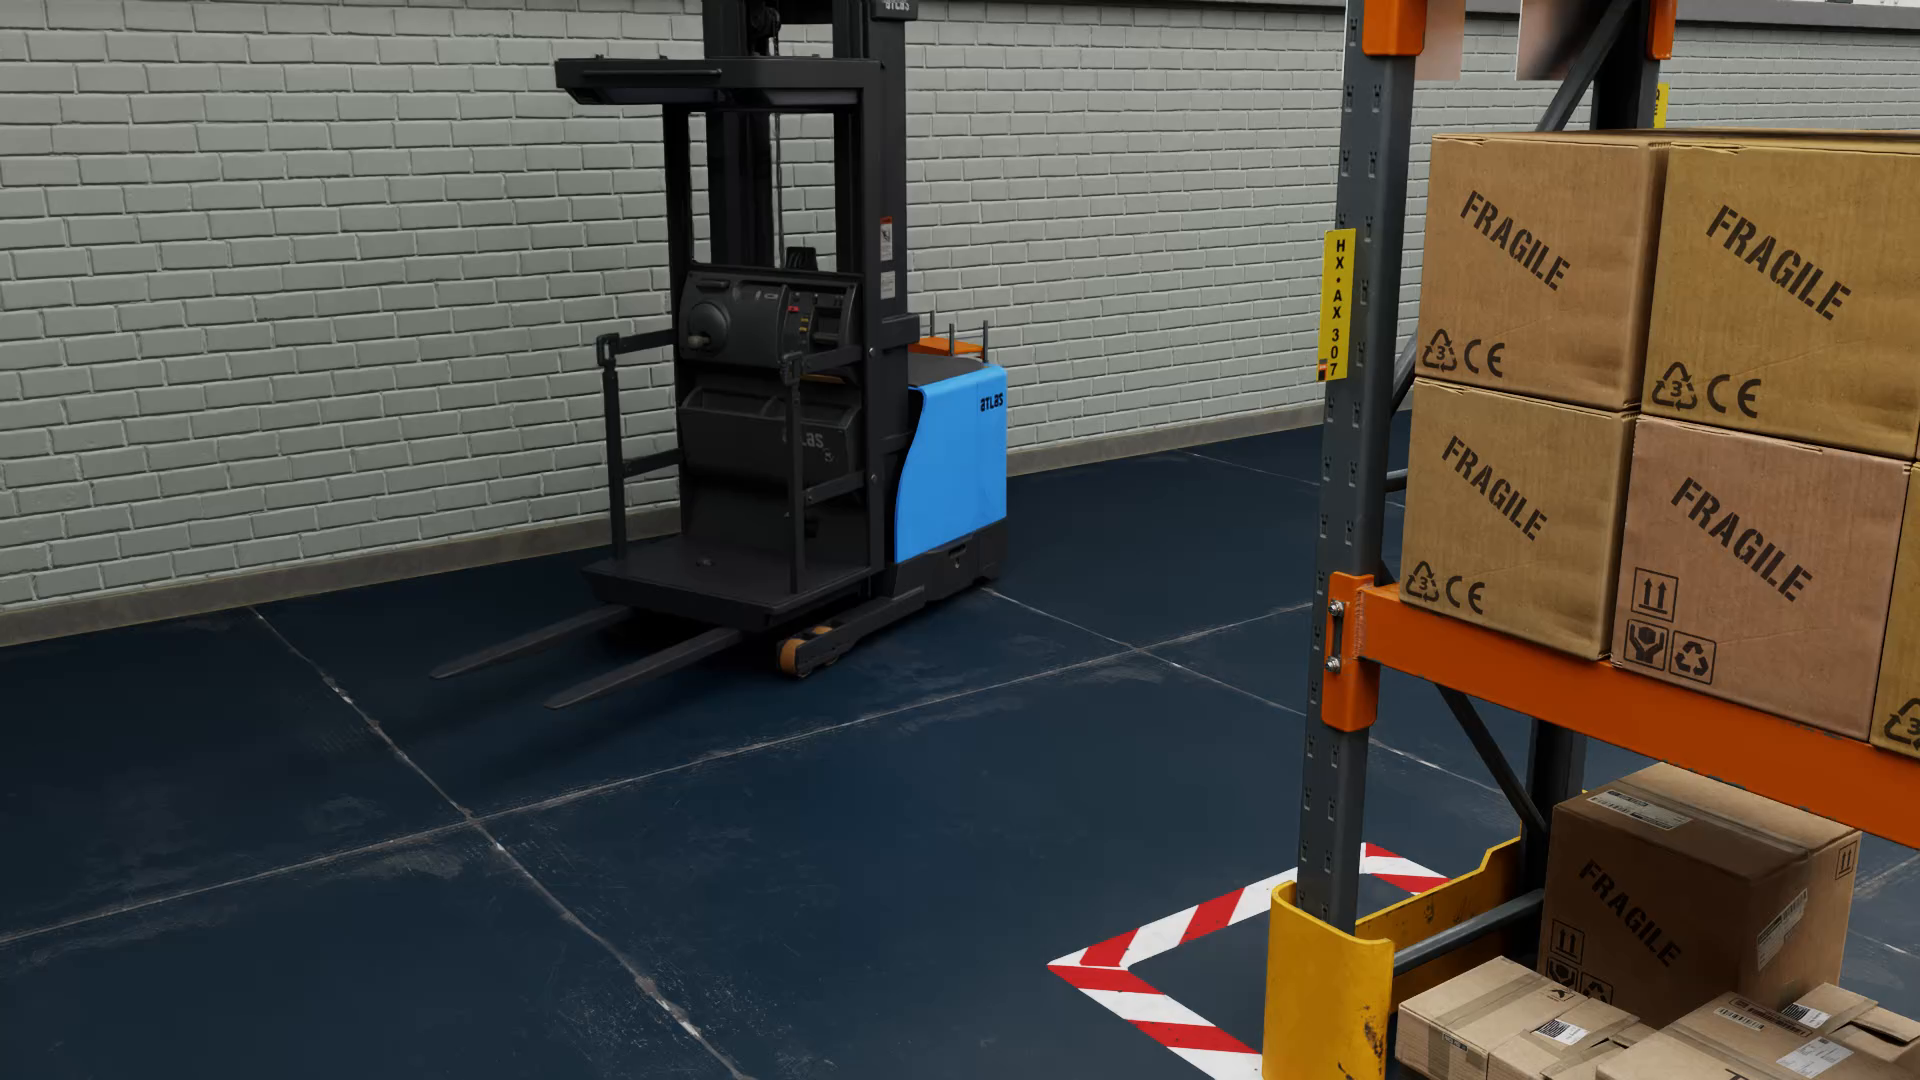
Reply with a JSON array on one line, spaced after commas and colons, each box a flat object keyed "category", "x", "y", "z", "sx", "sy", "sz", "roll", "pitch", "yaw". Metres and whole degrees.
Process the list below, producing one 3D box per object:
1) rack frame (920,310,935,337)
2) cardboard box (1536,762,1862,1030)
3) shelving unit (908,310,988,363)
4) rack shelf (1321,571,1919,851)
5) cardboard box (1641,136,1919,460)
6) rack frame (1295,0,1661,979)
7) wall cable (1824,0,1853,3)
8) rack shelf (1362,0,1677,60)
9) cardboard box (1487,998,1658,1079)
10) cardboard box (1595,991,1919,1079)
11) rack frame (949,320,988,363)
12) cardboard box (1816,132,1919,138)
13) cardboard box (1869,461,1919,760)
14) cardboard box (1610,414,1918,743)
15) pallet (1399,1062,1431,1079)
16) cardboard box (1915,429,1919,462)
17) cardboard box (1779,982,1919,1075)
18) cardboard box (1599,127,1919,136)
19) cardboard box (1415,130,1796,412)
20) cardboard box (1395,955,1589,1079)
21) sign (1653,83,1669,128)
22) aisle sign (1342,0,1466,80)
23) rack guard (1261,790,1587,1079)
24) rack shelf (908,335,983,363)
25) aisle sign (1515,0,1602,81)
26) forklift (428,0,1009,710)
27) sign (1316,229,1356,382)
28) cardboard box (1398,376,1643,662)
[{"category": "rack frame", "x": -0.241, "y": -0.666, "z": 9.237, "sx": 0.240, "sy": 1.200, "sz": 0.015, "roll": -11, "pitch": 19, "yaw": -35}, {"category": "cardboard box", "x": 1.779, "y": 0.894, "z": 4.030, "sx": 0.500, "sy": 0.500, "sz": 0.500, "roll": -11, "pitch": 19, "yaw": -35}, {"category": "shelving unit", "x": -0.097, "y": -0.614, "z": 9.047, "sx": 0.258, "sy": 1.200, "sz": 0.503, "roll": -11, "pitch": 19, "yaw": -35}, {"category": "rack shelf", "x": 2.436, "y": 0.597, "z": 2.577, "sx": 1.077, "sy": 0.370, "sz": 4.000, "roll": -11, "pitch": 19, "yaw": -35}, {"category": "cardboard box", "x": 1.621, "y": -0.462, "z": 2.998, "sx": 0.500, "sy": 0.500, "sz": 0.500, "roll": -11, "pitch": 19, "yaw": -34}, {"category": "rack frame", "x": 1.260, "y": -0.177, "z": 4.042, "sx": 1.000, "sy": 3.000, "sz": 0.127, "roll": -11, "pitch": 19, "yaw": -35}, {"category": "wall cable", "x": 8.738, "y": -7.902, "z": 14.807, "sx": 2.277, "sy": 5.999, "sz": 0.120, "roll": -11, "pitch": 19, "yaw": -35}, {"category": "rack shelf", "x": 2.436, "y": -0.850, "z": 2.181, "sx": 1.077, "sy": 0.370, "sz": 4.000, "roll": -11, "pitch": 19, "yaw": -35}, {"category": "cardboard box", "x": 1.375, "y": 1.173, "z": 3.642, "sx": 0.380, "sy": 0.166, "sz": 0.250, "roll": -11, "pitch": 19, "yaw": -35}, {"category": "cardboard box", "x": 1.644, "y": 1.204, "z": 3.372, "sx": 0.500, "sy": 0.250, "sz": 0.500, "roll": -11, "pitch": 19, "yaw": -35}, {"category": "rack frame", "x": 0.046, "y": -0.562, "z": 8.856, "sx": 0.240, "sy": 1.200, "sz": 0.015, "roll": -11, "pitch": 19, "yaw": -35}, {"category": "cardboard box", "x": 2.042, "y": -0.548, "z": 3.312, "sx": 0.500, "sy": 0.500, "sz": 0.500, "roll": -10, "pitch": 18, "yaw": -33}, {"category": "cardboard box", "x": 1.908, "y": 0.127, "z": 2.741, "sx": 0.500, "sy": 0.500, "sz": 0.500, "roll": -11, "pitch": 19, "yaw": -35}, {"category": "cardboard box", "x": 1.615, "y": 0.019, "z": 3.134, "sx": 0.500, "sy": 0.500, "sz": 0.500, "roll": -11, "pitch": 19, "yaw": -35}, {"category": "pallet", "x": 1.774, "y": 1.354, "z": 3.730, "sx": 1.003, "sy": 0.211, "sz": 1.213, "roll": -11, "pitch": 19, "yaw": -35}, {"category": "cardboard box", "x": 1.911, "y": -0.354, "z": 2.605, "sx": 0.500, "sy": 0.500, "sz": 0.500, "roll": -11, "pitch": 19, "yaw": -34}, {"category": "cardboard box", "x": 1.944, "y": 1.155, "z": 3.707, "sx": 0.380, "sy": 0.166, "sz": 0.250, "roll": -11, "pitch": 19, "yaw": -35}, {"category": "cardboard box", "x": 1.744, "y": -0.656, "z": 3.706, "sx": 0.500, "sy": 0.500, "sz": 0.500, "roll": -11, "pitch": 19, "yaw": -35}, {"category": "cardboard box", "x": 1.307, "y": -0.572, "z": 3.401, "sx": 0.500, "sy": 0.500, "sz": 0.500, "roll": -10, "pitch": 18, "yaw": -33}, {"category": "cardboard box", "x": 1.228, "y": 1.128, "z": 3.839, "sx": 0.380, "sy": 0.149, "sz": 0.250, "roll": -11, "pitch": 19, "yaw": -35}, {"category": "sign", "x": 1.721, "y": -0.970, "z": 4.147, "sx": 0.100, "sy": 0.325, "sz": 0.005, "roll": -11, "pitch": 19, "yaw": -35}, {"category": "aisle sign", "x": 0.982, "y": -1.400, "z": 3.586, "sx": 0.394, "sy": 0.787, "sz": 0.004, "roll": -11, "pitch": 19, "yaw": -35}, {"category": "rack guard", "x": 1.305, "y": 1.044, "z": 4.313, "sx": 1.175, "sy": 0.500, "sz": 0.348, "roll": -11, "pitch": 19, "yaw": -35}, {"category": "rack shelf", "x": -0.097, "y": -0.993, "z": 8.943, "sx": 0.258, "sy": 0.148, "sz": 0.480, "roll": -11, "pitch": 19, "yaw": -35}, {"category": "aisle sign", "x": 1.468, "y": -1.493, "z": 3.926, "sx": 0.394, "sy": 0.787, "sz": 0.004, "roll": -11, "pitch": 19, "yaw": -35}, {"category": "forklift", "x": -0.955, "y": -0.976, "z": 7.089, "sx": 1.130, "sy": 2.935, "sz": 3.031, "roll": 9, "pitch": 18, "yaw": 30}, {"category": "sign", "x": 0.821, "y": -0.511, "z": 3.620, "sx": 0.100, "sy": 0.325, "sz": 0.005, "roll": -11, "pitch": 19, "yaw": -35}, {"category": "cardboard box", "x": 1.307, "y": -0.090, "z": 3.533, "sx": 0.500, "sy": 0.500, "sz": 0.500, "roll": -10, "pitch": 18, "yaw": -33}]
